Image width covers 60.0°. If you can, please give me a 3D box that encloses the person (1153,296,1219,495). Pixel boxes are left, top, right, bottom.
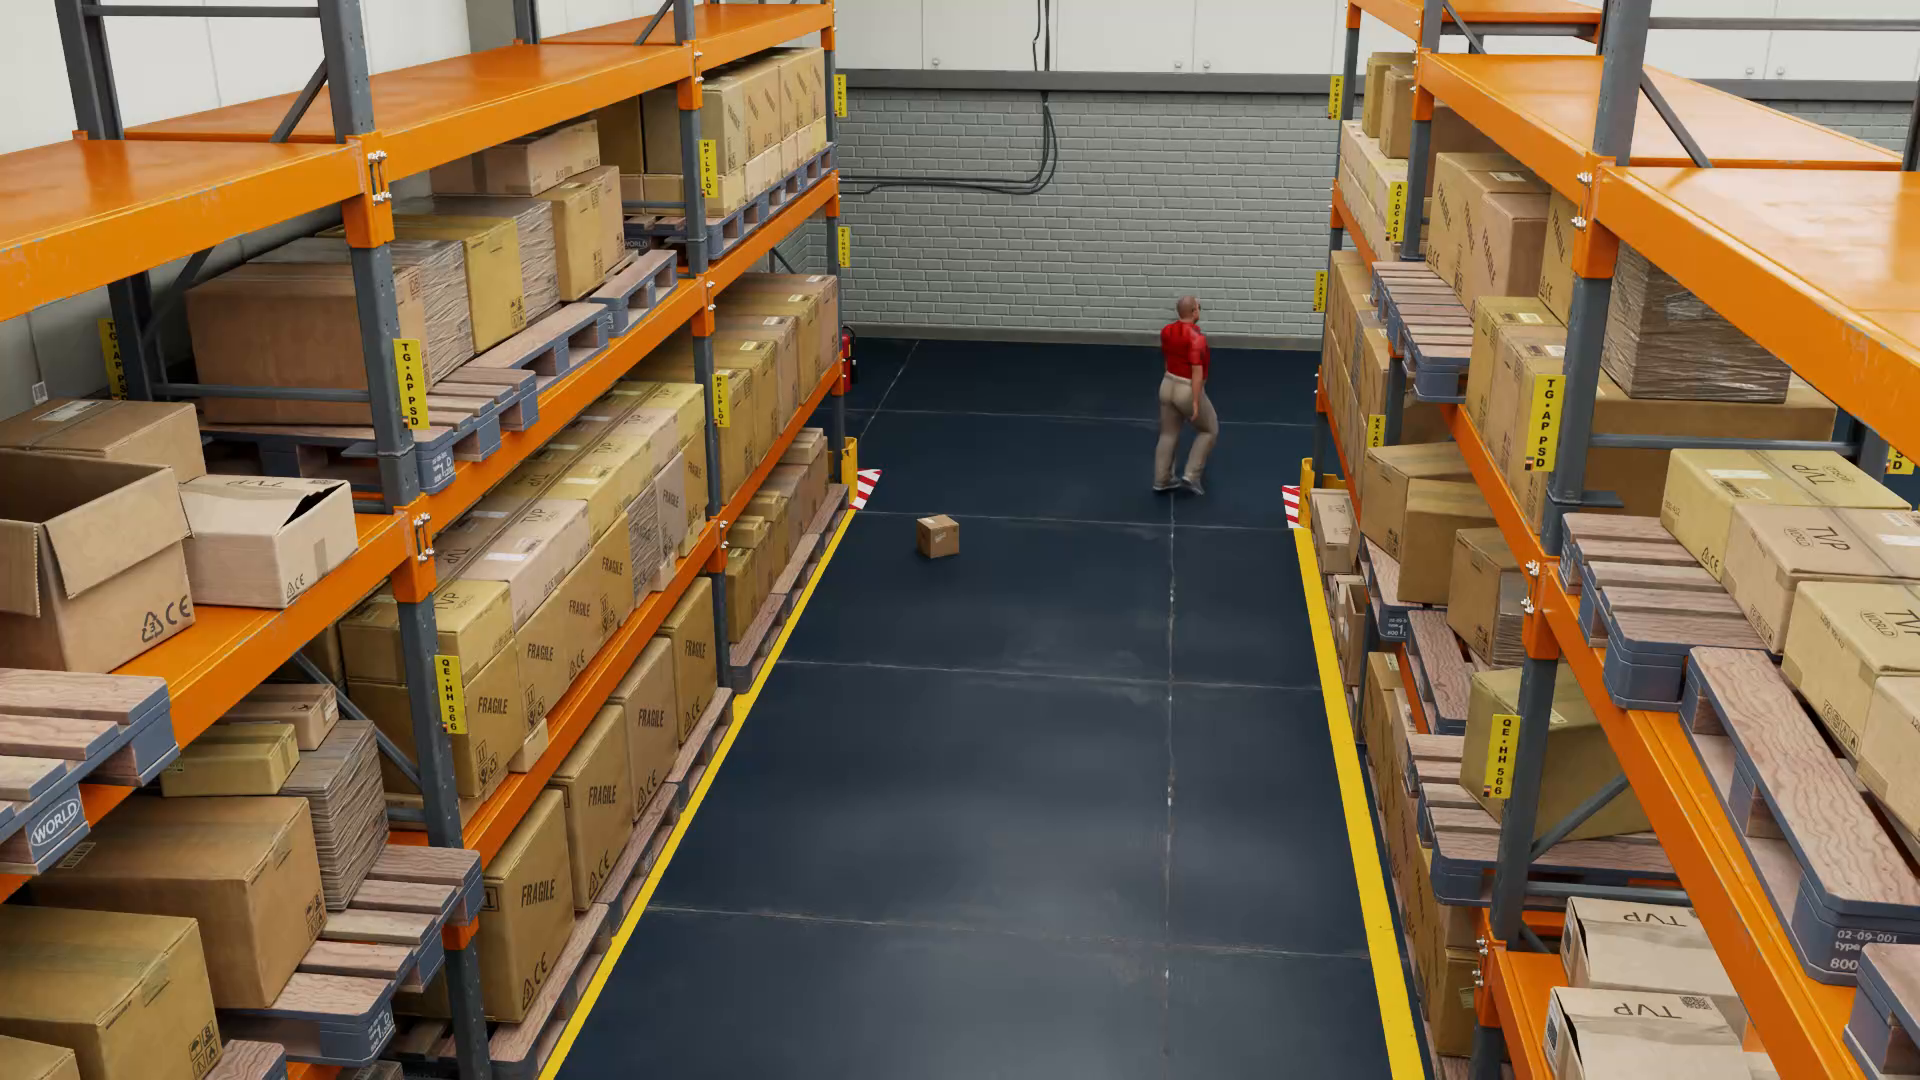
[{"bbox_3d":[1.946,-1.215,14.323,0.499,1.798,0.585,-16,26,-35],"label":"person"}]
